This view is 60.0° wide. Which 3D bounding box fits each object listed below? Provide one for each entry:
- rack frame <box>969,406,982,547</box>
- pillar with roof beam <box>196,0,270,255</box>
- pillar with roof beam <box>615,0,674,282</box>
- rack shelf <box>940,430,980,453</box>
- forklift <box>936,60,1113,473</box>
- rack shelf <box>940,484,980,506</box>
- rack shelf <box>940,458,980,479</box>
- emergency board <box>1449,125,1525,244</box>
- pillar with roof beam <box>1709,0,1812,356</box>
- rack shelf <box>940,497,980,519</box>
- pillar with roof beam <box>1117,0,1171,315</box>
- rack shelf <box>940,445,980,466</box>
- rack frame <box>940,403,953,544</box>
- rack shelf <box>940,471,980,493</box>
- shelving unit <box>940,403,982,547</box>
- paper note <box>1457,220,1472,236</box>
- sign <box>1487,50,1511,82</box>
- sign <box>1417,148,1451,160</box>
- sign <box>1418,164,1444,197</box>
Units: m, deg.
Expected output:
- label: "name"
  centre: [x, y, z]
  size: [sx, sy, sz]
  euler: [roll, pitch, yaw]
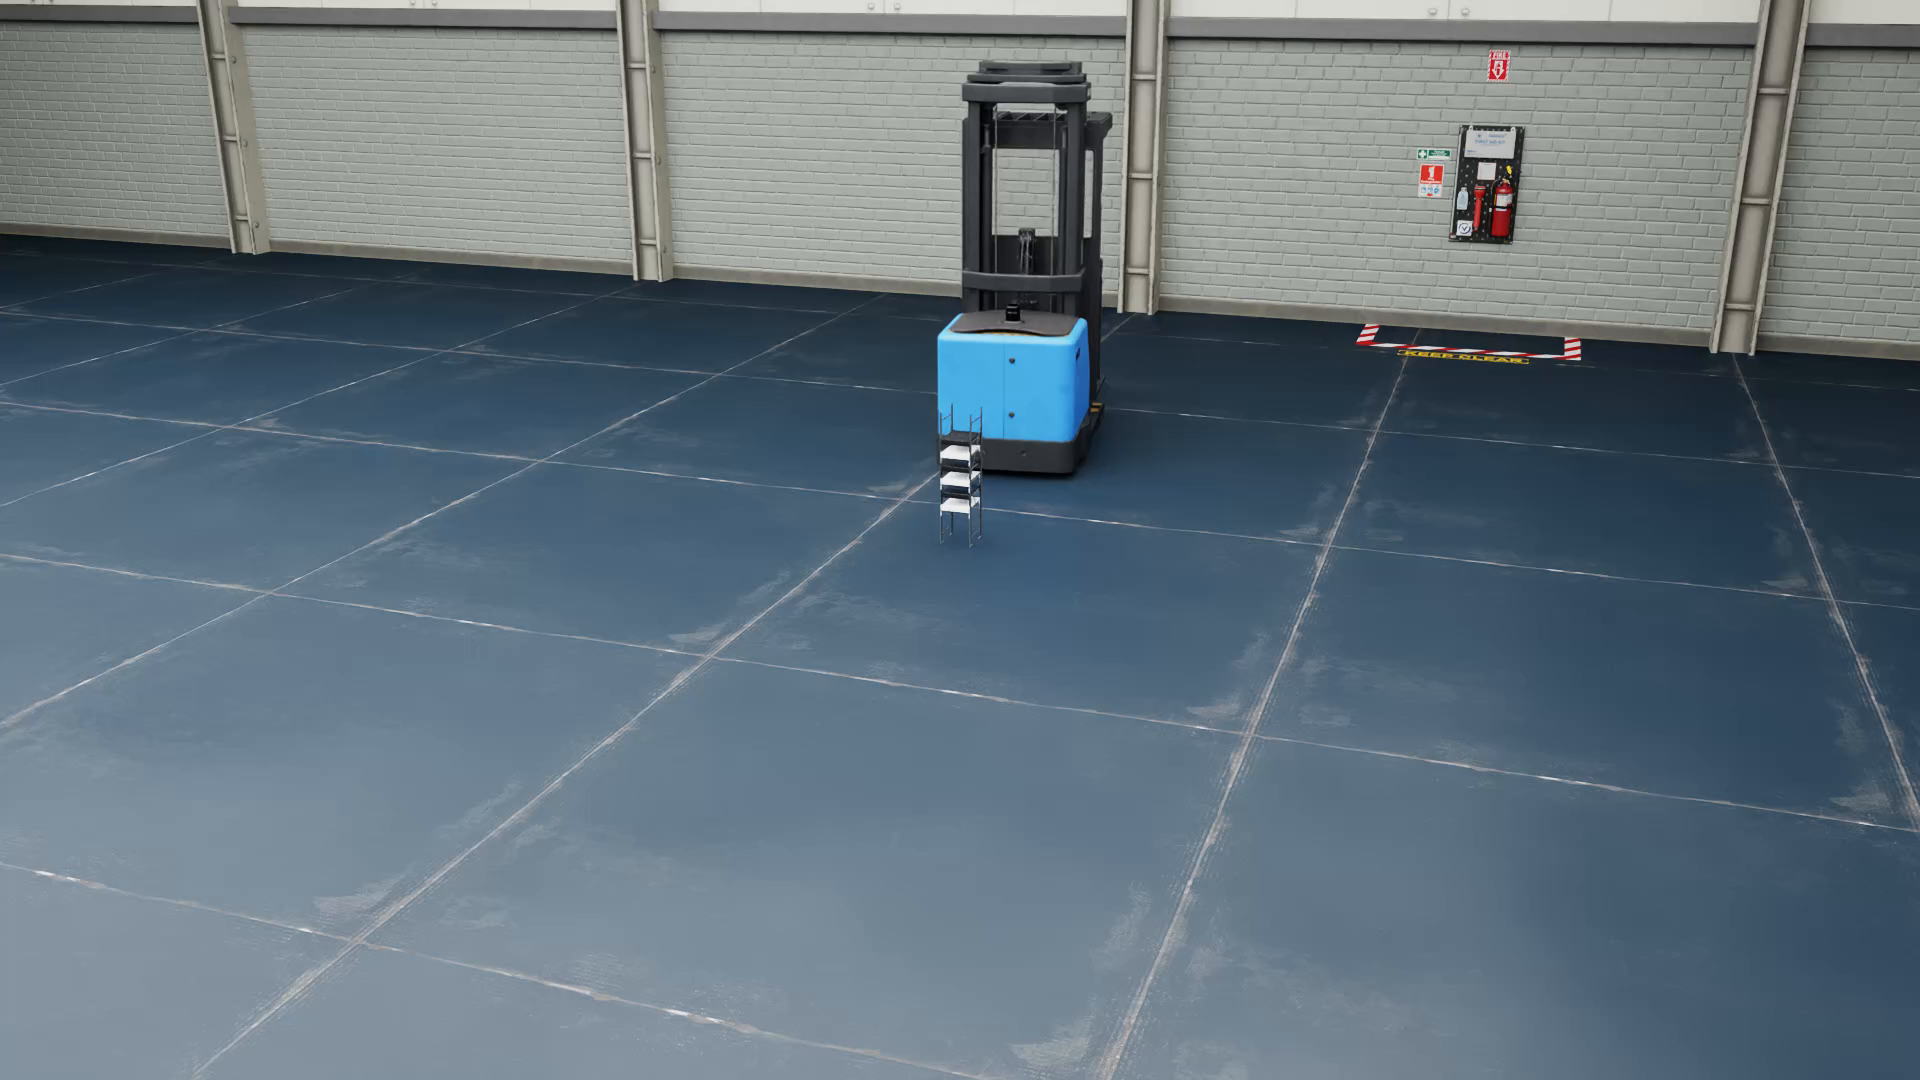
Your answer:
- label: "rack frame"
  centre: [0.104, -0.413, 10.894]
  size: [0.006, 0.900, 0.240]
  euler: [7, 20, 18]
- label: "pillar with roof beam"
  centre: [-10.788, -6.726, 16.700]
  size: [0.400, 9.000, 9.100]
  euler: [7, 20, 18]
- label: "pillar with roof beam"
  centre: [-5.121, -6.078, 14.840]
  size: [0.400, 9.000, 9.100]
  euler: [7, 20, 18]
- label: "rack shelf"
  centre: [0.008, -0.648, 10.848]
  size: [0.200, 0.077, 0.258]
  euler: [7, 20, 18]
- label: "forklift"
  centre: [0.603, -2.322, 13.286]
  size: [1.130, 2.935, 3.031]
  euler: [4, 20, 10]
- label: "rack shelf"
  centre: [0.008, -0.308, 10.966]
  size: [0.200, 0.077, 0.258]
  euler: [7, 20, 18]
- label: "rack shelf"
  centre: [0.008, -0.478, 10.907]
  size: [0.200, 0.077, 0.258]
  euler: [7, 20, 18]
- label: "emergency board"
  centre: [5.306, -3.566, 16.749]
  size: [0.643, 1.169, 0.194]
  euler: [7, 20, 18]
- label: "pillar with roof beam"
  centre: [6.215, -4.781, 11.122]
  size: [0.400, 9.000, 9.100]
  euler: [7, 20, 18]
- label: "rack shelf"
  centre: [0.008, -0.223, 10.996]
  size: [0.200, 0.077, 0.258]
  euler: [7, 20, 18]
- label: "pillar with roof beam"
  centre: [0.547, -5.430, 12.981]
  size: [0.400, 9.000, 9.100]
  euler: [7, 20, 18]
- label: "rack shelf"
  centre: [0.008, -0.563, 10.877]
  size: [0.200, 0.077, 0.258]
  euler: [7, 20, 18]
- label: "rack frame"
  centre: [-0.088, -0.435, 10.957]
  size: [0.006, 0.900, 0.240]
  euler: [7, 20, 18]
- label: "rack shelf"
  centre: [0.008, -0.393, 10.937]
  size: [0.200, 0.077, 0.258]
  euler: [7, 20, 18]
- label: "shelving unit"
  centre: [0.008, -0.424, 10.926]
  size: [0.210, 0.900, 0.258]
  euler: [7, 20, 18]
- label: "paper note"
  centre: [5.161, -3.191, 17.010]
  size: [0.142, 0.148, 0.016]
  euler: [7, 20, 18]
- label: "sign"
  centre: [5.331, -4.692, 16.459]
  size: [0.199, 0.298, 0.001]
  euler: [7, 20, 18]
- label: "sign"
  centre: [4.819, -3.922, 16.910]
  size: [0.331, 0.109, 0.001]
  euler: [7, 20, 18]
- label: "sign"
  centre: [4.817, -3.675, 17.007]
  size: [0.234, 0.329, 0.001]
  euler: [7, 20, 18]
